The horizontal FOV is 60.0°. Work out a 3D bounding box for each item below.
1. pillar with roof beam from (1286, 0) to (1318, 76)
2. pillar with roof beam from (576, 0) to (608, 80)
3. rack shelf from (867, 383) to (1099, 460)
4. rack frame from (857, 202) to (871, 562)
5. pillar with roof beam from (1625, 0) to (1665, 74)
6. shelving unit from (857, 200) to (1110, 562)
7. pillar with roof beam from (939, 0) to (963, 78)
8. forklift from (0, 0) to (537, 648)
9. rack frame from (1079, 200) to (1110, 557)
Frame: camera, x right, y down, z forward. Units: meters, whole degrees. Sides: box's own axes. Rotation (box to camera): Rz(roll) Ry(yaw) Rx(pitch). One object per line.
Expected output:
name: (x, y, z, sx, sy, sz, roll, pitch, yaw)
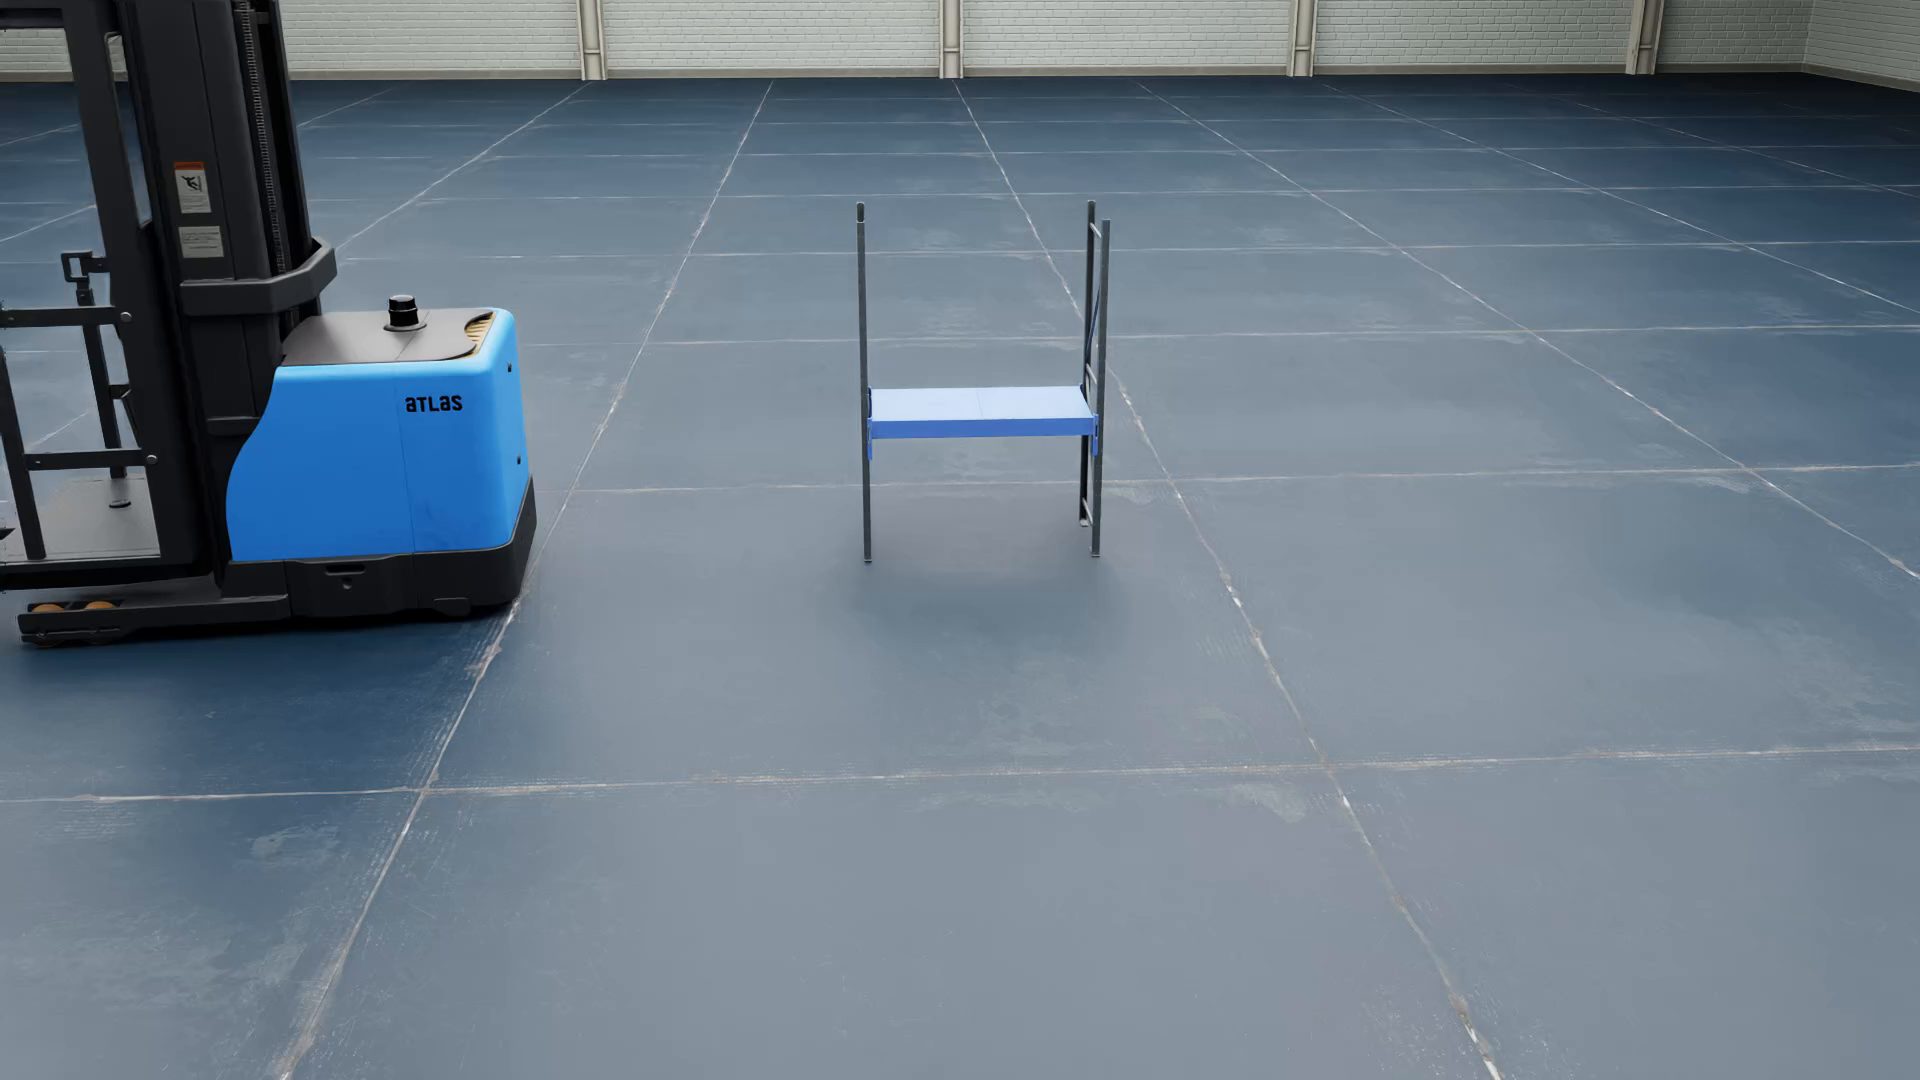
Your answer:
pillar with roof beam: (6.084, -10.676, 23.014, 0.400, 9.000, 9.100, -1, 21, -3)
pillar with roof beam: (-5.896, -10.432, 22.374, 0.400, 9.000, 9.100, -1, 21, -3)
rack shelf: (0.085, -0.535, 7.423, 1.000, 0.185, 0.538, -1, 21, -3)
rack frame: (-0.422, -0.692, 7.332, 0.032, 1.500, 0.500, -1, 21, -3)
pillar with roof beam: (12.075, -10.797, 23.334, 0.400, 9.000, 9.100, -1, 21, -3)
shelving unit: (0.085, -0.703, 7.359, 1.048, 1.500, 0.538, -1, 21, -3)
pillar with roof beam: (0.094, -10.554, 22.694, 0.400, 9.000, 9.100, -1, 21, -3)
forklift: (-3.374, -1.150, 6.522, 3.031, 2.935, 1.130, -3, 21, -8)
rack frame: (0.593, -0.713, 7.386, 0.032, 1.500, 0.500, -1, 21, -3)
